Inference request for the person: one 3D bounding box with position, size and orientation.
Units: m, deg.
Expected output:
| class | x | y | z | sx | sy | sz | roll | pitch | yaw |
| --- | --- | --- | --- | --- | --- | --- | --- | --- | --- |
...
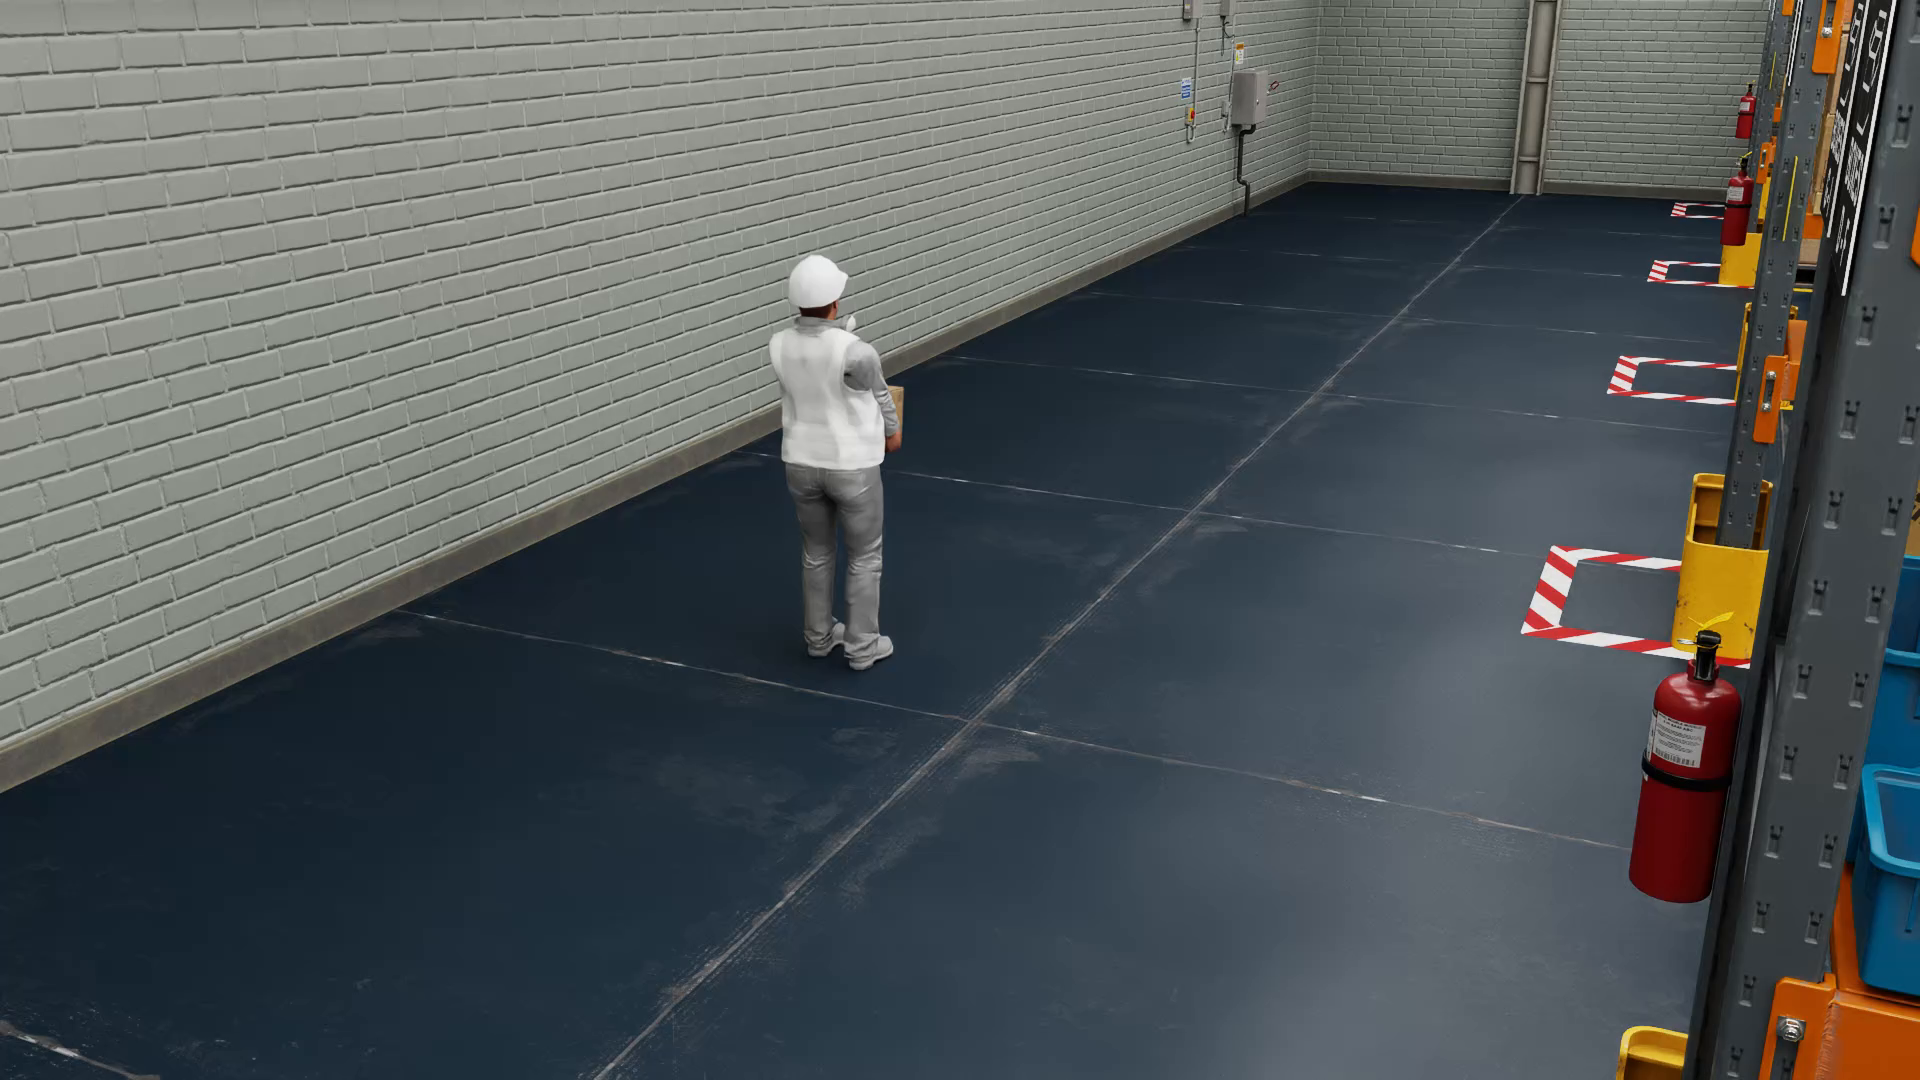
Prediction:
| class | x | y | z | sx | sy | sz | roll | pitch | yaw |
| --- | --- | --- | --- | --- | --- | --- | --- | --- | --- |
| person | -0.508 | -0.347 | 7.053 | 0.494 | 1.762 | 0.556 | 8 | 21 | 23 |
